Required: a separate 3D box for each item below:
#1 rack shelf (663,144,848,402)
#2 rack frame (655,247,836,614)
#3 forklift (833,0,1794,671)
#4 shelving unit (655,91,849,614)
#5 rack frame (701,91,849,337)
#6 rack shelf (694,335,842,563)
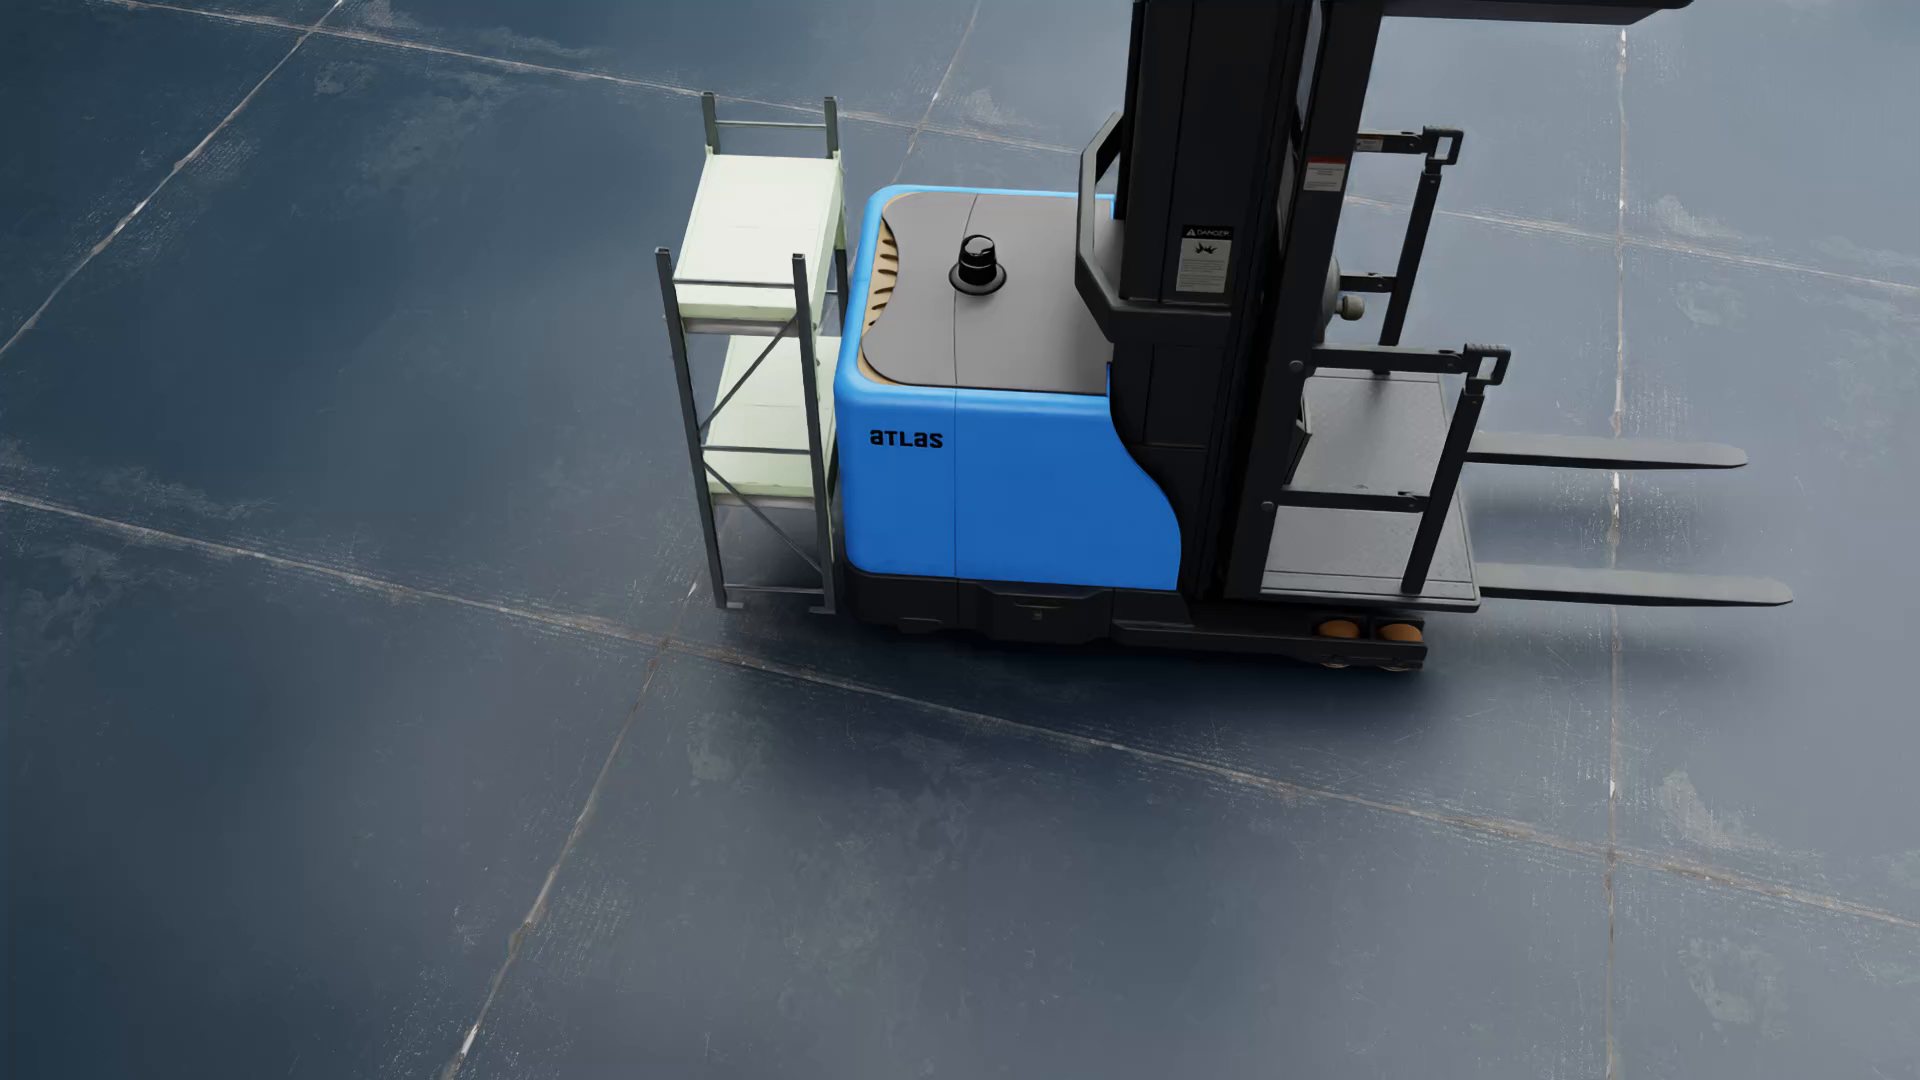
[{"bbox_3d":[-0.589,-0.799,4.935,0.431,0.370,0.720,3,49,2],"label":"rack shelf"},{"bbox_3d":[-0.612,-0.267,4.986,0.400,1.500,0.023,3,49,2],"label":"rack frame"},{"bbox_3d":[1.165,-0.963,4.645,3.031,2.935,1.130,3,49,3],"label":"forklift"},{"bbox_3d":[-0.589,-0.541,5.227,0.431,1.500,0.755,3,49,2],"label":"shelving unit"},{"bbox_3d":[-0.565,-0.815,5.469,0.400,1.500,0.023,3,49,2],"label":"rack frame"},{"bbox_3d":[-0.589,-0.325,5.472,0.431,0.370,0.720,3,49,2],"label":"rack shelf"}]
